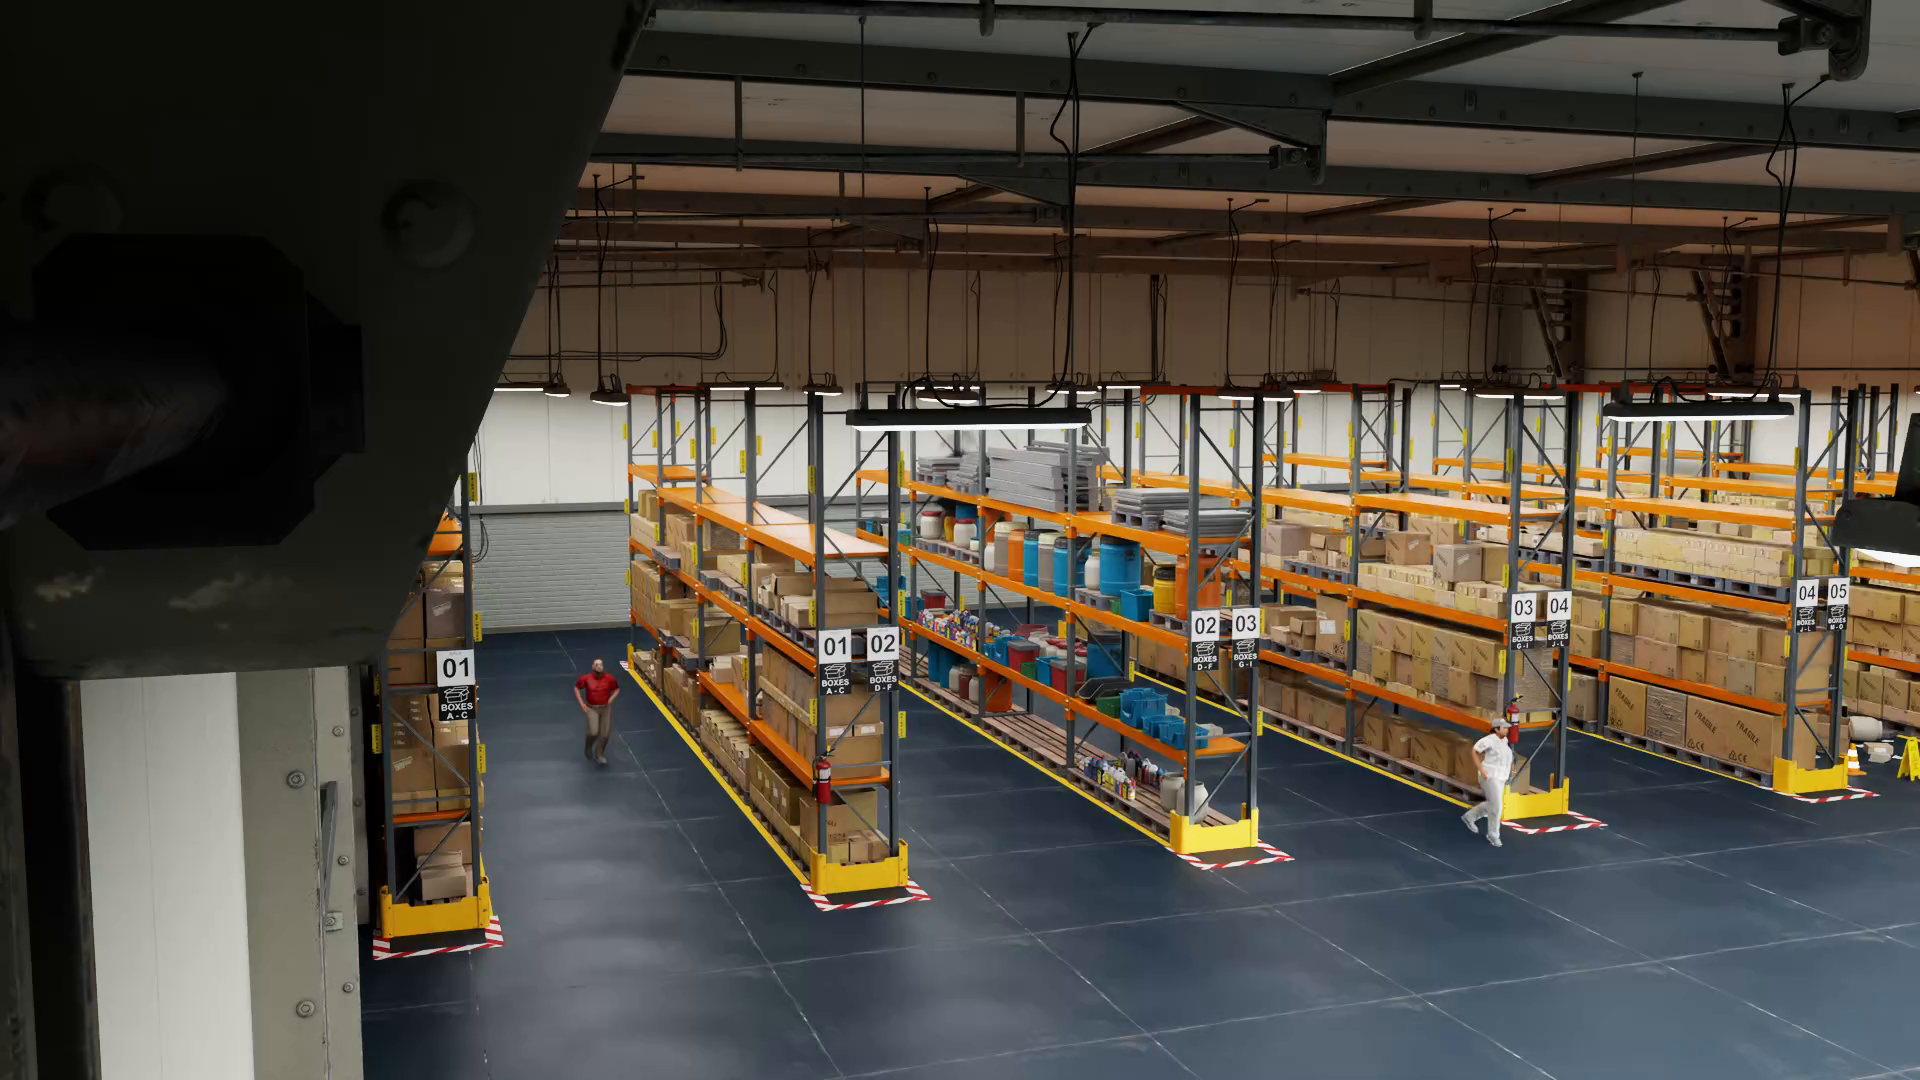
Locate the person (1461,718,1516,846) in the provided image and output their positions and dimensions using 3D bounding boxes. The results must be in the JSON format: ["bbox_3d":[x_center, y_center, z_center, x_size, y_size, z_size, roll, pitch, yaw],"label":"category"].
[{"bbox_3d":[7.149,3.239,22.419,0.649,1.720,0.758,-5,8,-40],"label":"person"}]

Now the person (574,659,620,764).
[{"bbox_3d":[-5.771,2.744,26.585,0.710,1.697,0.563,-3,6,-23],"label":"person"}]

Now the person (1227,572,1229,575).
[{"bbox_3d":[6.250,1.539,38.437,0.662,1.707,0.673,-1,6,-10],"label":"person"}]

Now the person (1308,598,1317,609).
[{"bbox_3d":[8.962,1.145,42.249,0.742,1.713,0.560,-4,7,-36],"label":"person"}]
